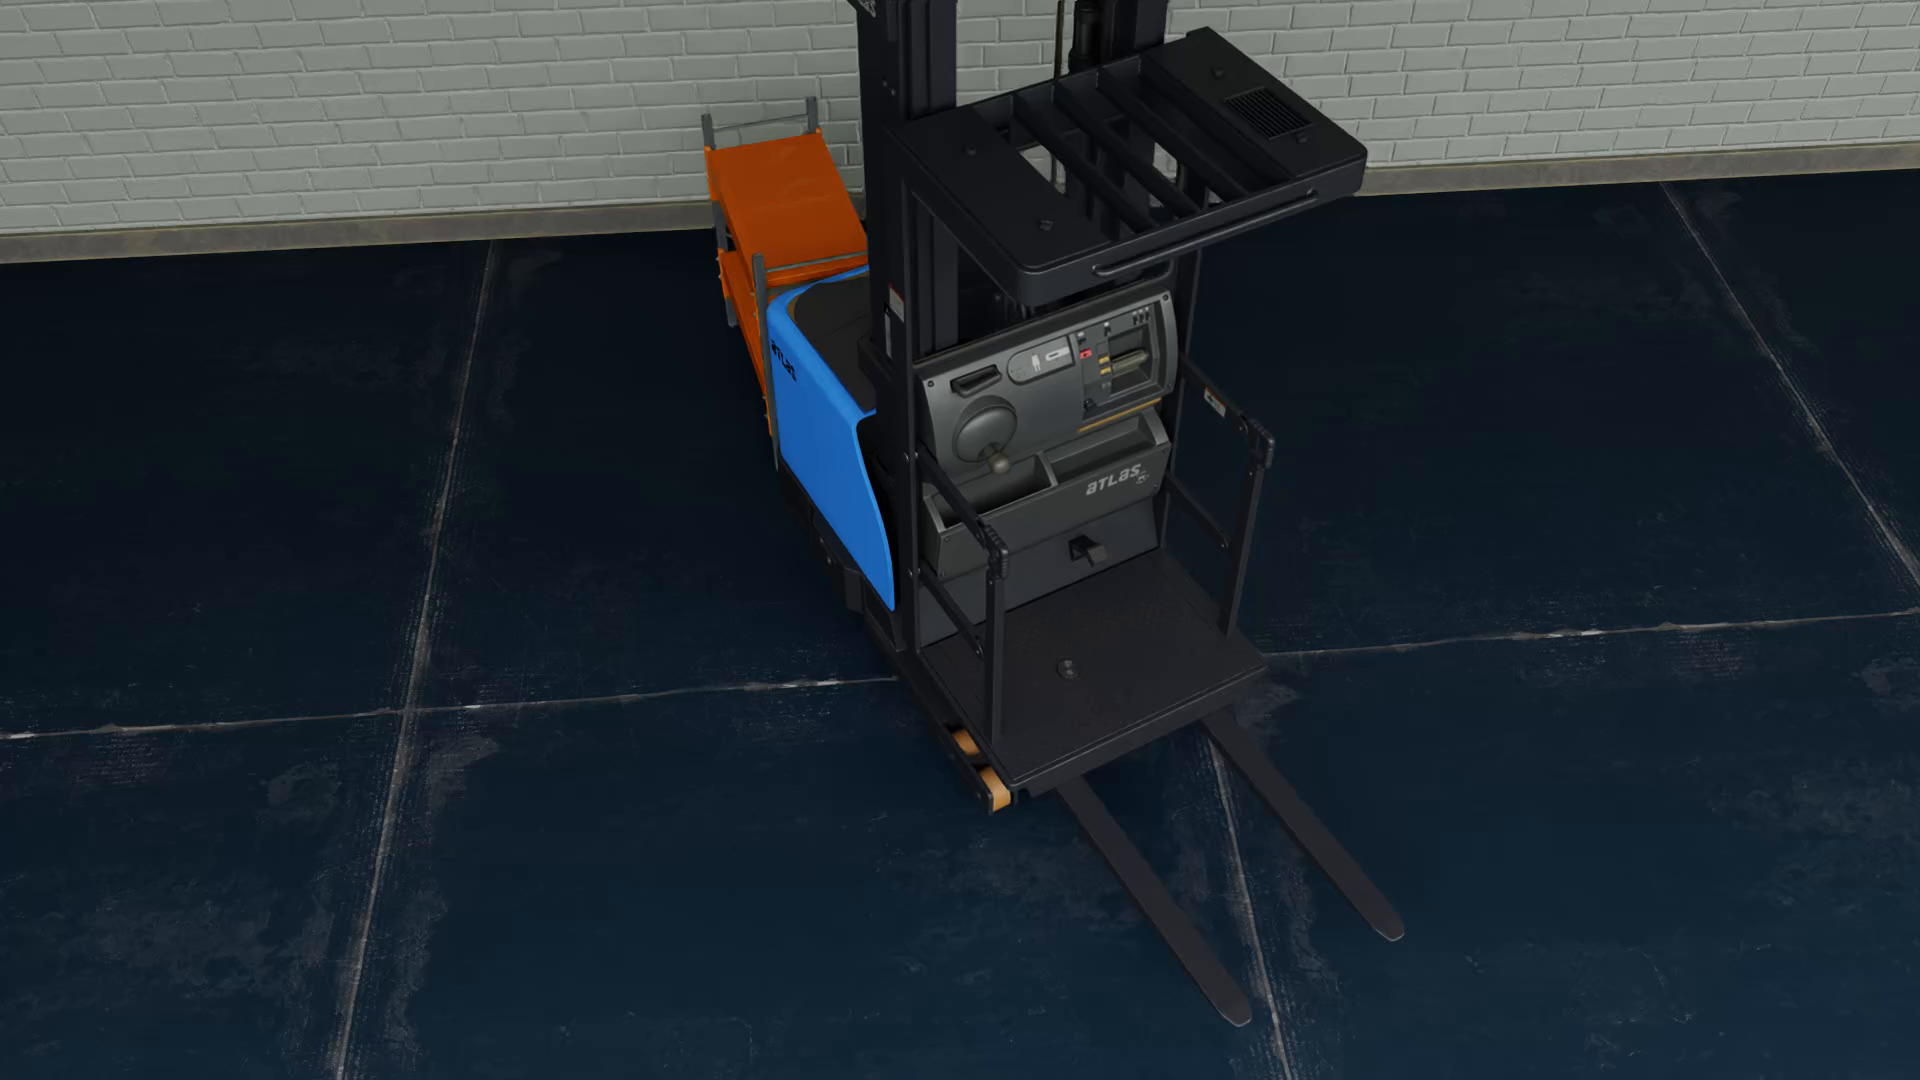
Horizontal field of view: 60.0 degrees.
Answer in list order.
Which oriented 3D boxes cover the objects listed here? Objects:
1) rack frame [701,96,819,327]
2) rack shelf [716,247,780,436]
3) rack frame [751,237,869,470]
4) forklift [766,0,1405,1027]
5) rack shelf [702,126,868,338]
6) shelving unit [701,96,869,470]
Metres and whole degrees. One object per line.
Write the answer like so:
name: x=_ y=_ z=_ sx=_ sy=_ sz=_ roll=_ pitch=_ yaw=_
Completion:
rack frame: x=-0.856 y=-1.457 z=7.491 sx=0.500 sy=1.125 sz=0.032 roll=-13 pitch=48 yaw=-12
rack shelf: x=-0.706 y=-0.936 z=7.335 sx=0.538 sy=0.278 sz=1.000 roll=-13 pitch=48 yaw=-12
rack frame: x=-0.557 y=-0.751 z=6.823 sx=0.500 sy=1.125 sz=0.032 roll=-13 pitch=48 yaw=-12
forklift: x=0.410 y=-0.421 z=5.267 sx=1.130 sy=2.935 sz=3.031 roll=-22 pitch=50 yaw=-20
rack shelf: x=-0.706 y=-1.305 z=6.945 sx=0.538 sy=0.278 sz=1.000 roll=-13 pitch=48 yaw=-12
shelving unit: x=-0.706 y=-1.104 z=7.157 sx=0.538 sy=1.125 sz=1.048 roll=-13 pitch=48 yaw=-12
